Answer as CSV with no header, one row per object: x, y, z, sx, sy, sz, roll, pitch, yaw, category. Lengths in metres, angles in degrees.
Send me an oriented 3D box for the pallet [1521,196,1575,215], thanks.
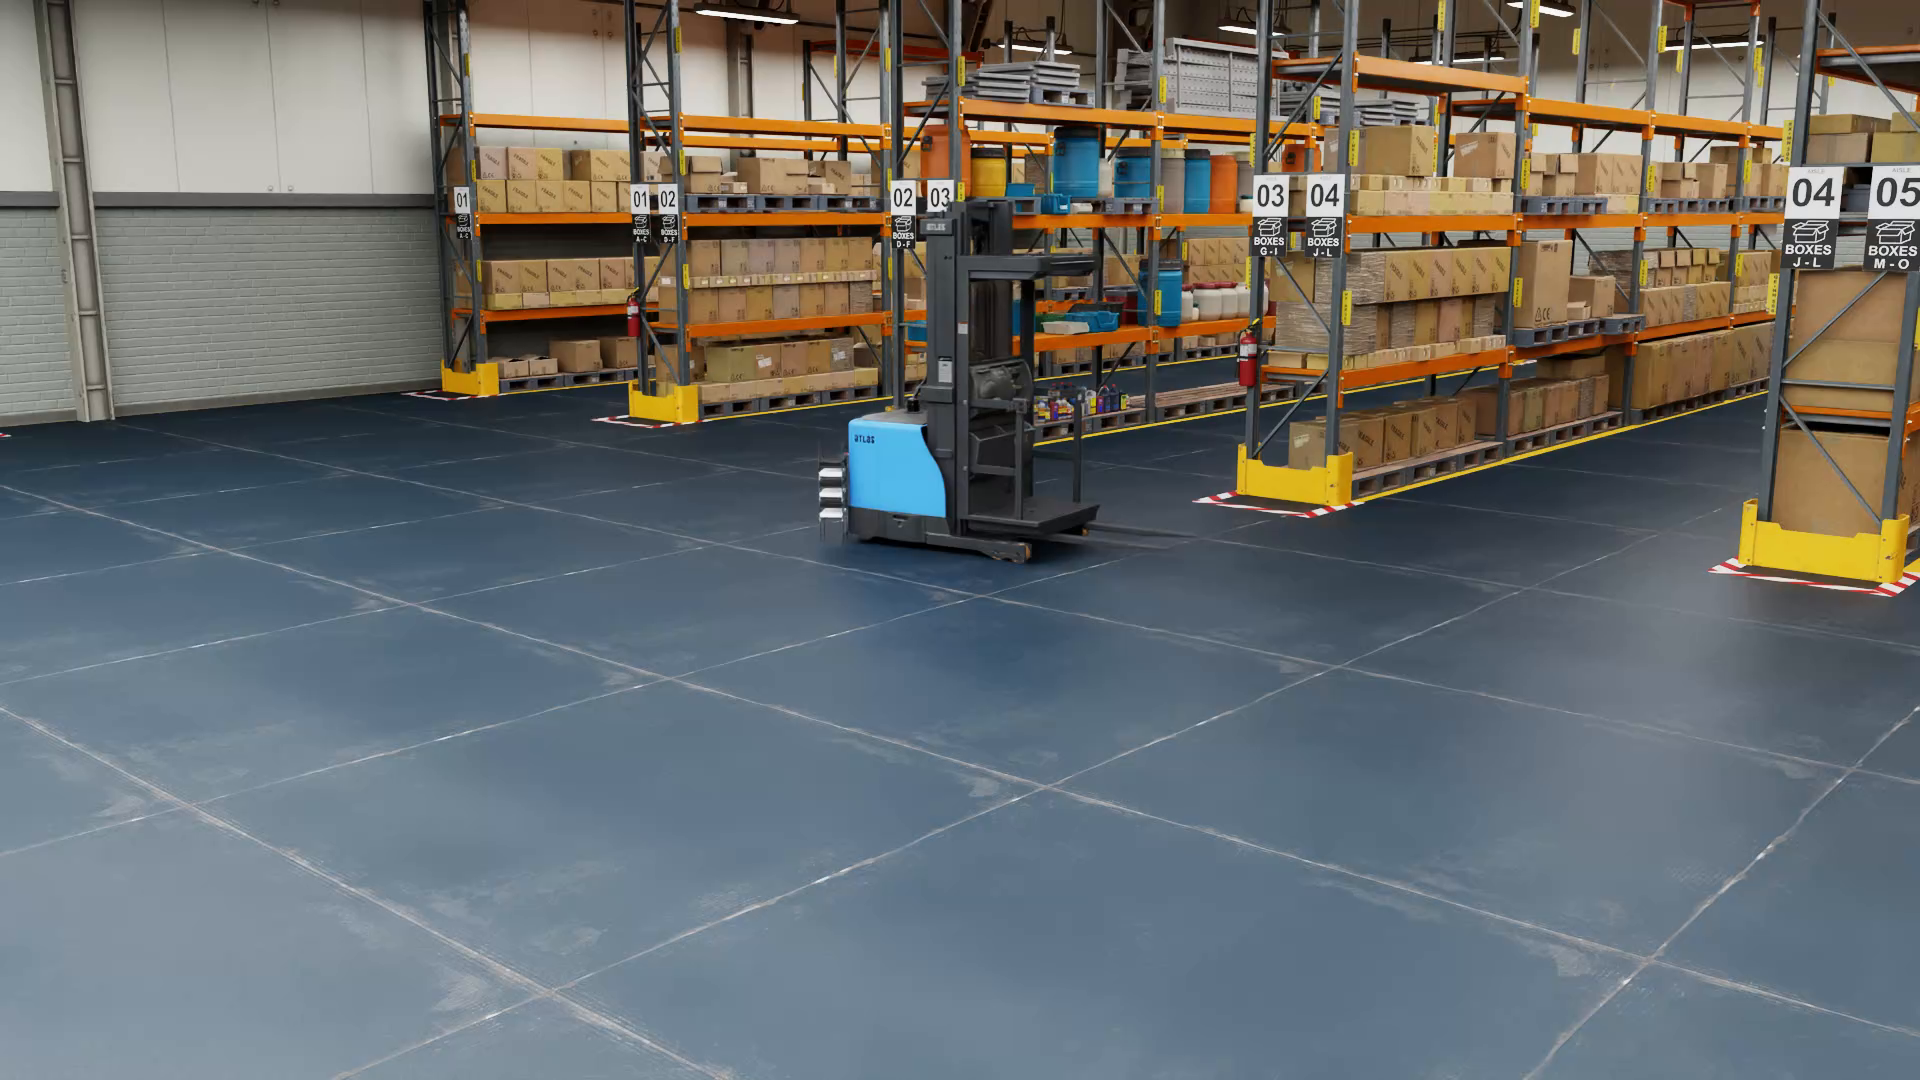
6.451,-3.932,19.560,1.213,0.211,1.003,10,15,40,pallet

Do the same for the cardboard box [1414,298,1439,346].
4.648,-2.389,17.999,0.875,0.500,0.500,10,15,40,cardboard box

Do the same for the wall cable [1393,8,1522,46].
11.082,-12.325,36.865,3.097,2.526,0.112,10,15,40,wall cable

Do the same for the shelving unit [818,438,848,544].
-1.113,-0.432,14.575,0.210,0.900,0.258,1,11,5,shelving unit

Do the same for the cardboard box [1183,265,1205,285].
4.347,-5.023,31.947,0.500,0.500,0.500,10,15,42,cardboard box

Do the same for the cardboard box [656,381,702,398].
-3.983,-2.144,23.733,0.500,0.250,0.500,10,15,40,cardboard box

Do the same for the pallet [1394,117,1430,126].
7.001,-6.821,27.390,1.003,0.211,1.213,10,15,40,pallet

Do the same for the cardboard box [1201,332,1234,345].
5.042,-4.203,33.347,0.797,0.503,0.637,10,15,40,cardboard box

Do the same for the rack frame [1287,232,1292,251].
6.446,-5.523,34.705,1.000,3.000,0.127,10,15,40,rack frame

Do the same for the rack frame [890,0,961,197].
-0.397,-5.470,19.122,1.000,3.000,0.127,10,15,40,rack frame

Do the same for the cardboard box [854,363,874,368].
-1.419,-2.713,26.586,0.500,0.250,0.500,10,15,40,cardboard box

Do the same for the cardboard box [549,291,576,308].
-6.606,-3.928,27.052,0.500,0.250,0.500,9,15,39,cardboard box

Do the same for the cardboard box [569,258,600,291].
-6.287,-4.368,27.341,0.500,0.500,0.500,10,15,42,cardboard box

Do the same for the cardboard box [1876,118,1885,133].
7.455,-3.431,13.851,0.380,0.149,0.250,10,15,41,cardboard box

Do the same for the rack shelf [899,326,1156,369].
0.923,-2.469,21.253,1.077,0.370,4.000,10,15,40,rack shelf

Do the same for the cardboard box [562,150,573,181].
-6.719,-6.151,27.329,0.500,0.500,0.500,10,15,40,cardboard box

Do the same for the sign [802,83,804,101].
-2.977,-8.535,31.678,0.100,0.325,0.005,10,15,40,sign

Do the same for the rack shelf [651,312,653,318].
-3.878,-4.339,30.613,1.077,0.370,4.000,10,15,40,rack shelf

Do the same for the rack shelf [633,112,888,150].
-2.795,-5.856,23.914,1.077,0.370,4.000,10,15,40,rack shelf

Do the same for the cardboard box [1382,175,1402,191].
4.230,-3.601,16.787,0.380,0.149,0.250,11,15,43,cardboard box

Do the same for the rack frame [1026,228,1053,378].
1.165,-4.346,28.812,1.000,3.000,0.127,10,15,40,rack frame

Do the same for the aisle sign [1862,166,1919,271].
7.161,-2.457,12.717,0.394,0.787,0.004,10,15,40,aisle sign

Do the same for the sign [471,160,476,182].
-7.431,-5.638,25.392,0.100,0.325,0.005,10,15,40,sign

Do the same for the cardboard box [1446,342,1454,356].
5.180,-2.106,18.237,0.380,0.149,0.250,10,15,40,cardboard box

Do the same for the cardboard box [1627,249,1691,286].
9.969,-3.906,23.793,0.797,0.503,0.637,10,15,42,cardboard box

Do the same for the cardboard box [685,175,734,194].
-3.553,-5.044,23.604,0.500,0.250,0.500,10,15,40,cardboard box

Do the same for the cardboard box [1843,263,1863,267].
8.274,-2.137,14.610,0.875,0.550,0.500,10,15,40,cardboard box

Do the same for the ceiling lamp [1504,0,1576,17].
9.076,-9.613,24.963,0.800,3.185,2.000,10,15,40,ceiling lamp

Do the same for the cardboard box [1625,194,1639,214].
8.475,-4.360,21.608,0.500,0.250,0.500,10,15,40,cardboard box

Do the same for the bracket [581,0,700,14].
-5.785,-9.125,28.232,0.076,0.066,4.783,10,15,40,bracket

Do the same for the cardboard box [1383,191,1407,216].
4.171,-3.399,16.796,0.500,0.250,0.500,9,15,39,cardboard box

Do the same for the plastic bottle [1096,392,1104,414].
1.832,-1.811,21.930,0.133,0.283,0.061,-11,16,-44,plastic bottle

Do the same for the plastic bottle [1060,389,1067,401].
1.394,-1.892,22.369,0.097,0.271,0.097,0,11,0,plastic bottle

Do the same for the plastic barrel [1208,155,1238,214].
3.747,-5.198,24.320,0.600,0.830,0.708,10,15,40,plastic barrel

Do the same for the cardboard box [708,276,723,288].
-3.522,-3.605,23.191,0.380,0.149,0.250,9,15,39,cardboard box

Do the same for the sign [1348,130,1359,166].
3.731,-3.717,15.773,0.100,0.325,0.005,10,15,40,sign

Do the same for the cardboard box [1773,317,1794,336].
13.523,-3.301,27.933,0.875,0.875,0.875,10,15,40,cardboard box

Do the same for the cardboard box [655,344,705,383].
-3.985,-2.512,23.661,0.500,0.500,0.500,10,15,40,cardboard box

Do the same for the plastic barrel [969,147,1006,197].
0.260,-4.481,20.278,0.600,0.588,0.600,0,11,0,plastic barrel

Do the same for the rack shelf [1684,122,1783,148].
12.565,-6.340,26.338,1.077,0.370,4.000,10,15,40,rack shelf

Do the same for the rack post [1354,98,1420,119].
6.945,-7.078,27.368,0.937,0.300,0.954,9,15,39,rack post

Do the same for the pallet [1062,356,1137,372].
2.492,-3.262,30.505,1.003,0.211,1.213,10,15,40,pallet

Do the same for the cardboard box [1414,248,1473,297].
5.214,-2.912,18.066,0.500,0.500,0.500,10,15,40,cardboard box

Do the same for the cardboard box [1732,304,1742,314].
11.690,-3.530,25.370,0.380,0.149,0.250,10,15,40,cardboard box

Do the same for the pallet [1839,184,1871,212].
7.464,-2.769,13.486,1.003,0.211,1.213,10,15,40,pallet

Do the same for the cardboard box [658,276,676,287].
-4.006,-3.617,23.250,0.380,0.149,0.250,9,15,39,cardboard box

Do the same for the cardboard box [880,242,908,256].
-1.383,-5.745,32.836,0.500,0.250,0.500,10,15,41,cardboard box

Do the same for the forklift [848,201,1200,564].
0.530,-1.361,14.042,3.031,2.935,1.130,7,13,32,forklift

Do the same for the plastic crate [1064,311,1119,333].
1.717,-2.846,21.680,0.499,0.251,0.616,10,15,40,plastic crate

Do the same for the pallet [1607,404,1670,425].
9.181,-1.803,23.201,1.003,0.211,1.213,10,15,40,pallet

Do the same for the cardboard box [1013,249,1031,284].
0.939,-5.906,35.856,0.980,0.700,0.700,9,15,39,cardboard box

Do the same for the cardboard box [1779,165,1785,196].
12.815,-5.784,26.768,0.700,0.500,0.500,9,14,37,cardboard box

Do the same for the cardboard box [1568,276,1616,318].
7.984,-3.140,21.446,0.500,0.500,0.700,-9,15,-39,cardboard box

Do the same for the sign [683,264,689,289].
-3.702,-3.560,22.462,0.100,0.325,0.005,10,15,40,sign
